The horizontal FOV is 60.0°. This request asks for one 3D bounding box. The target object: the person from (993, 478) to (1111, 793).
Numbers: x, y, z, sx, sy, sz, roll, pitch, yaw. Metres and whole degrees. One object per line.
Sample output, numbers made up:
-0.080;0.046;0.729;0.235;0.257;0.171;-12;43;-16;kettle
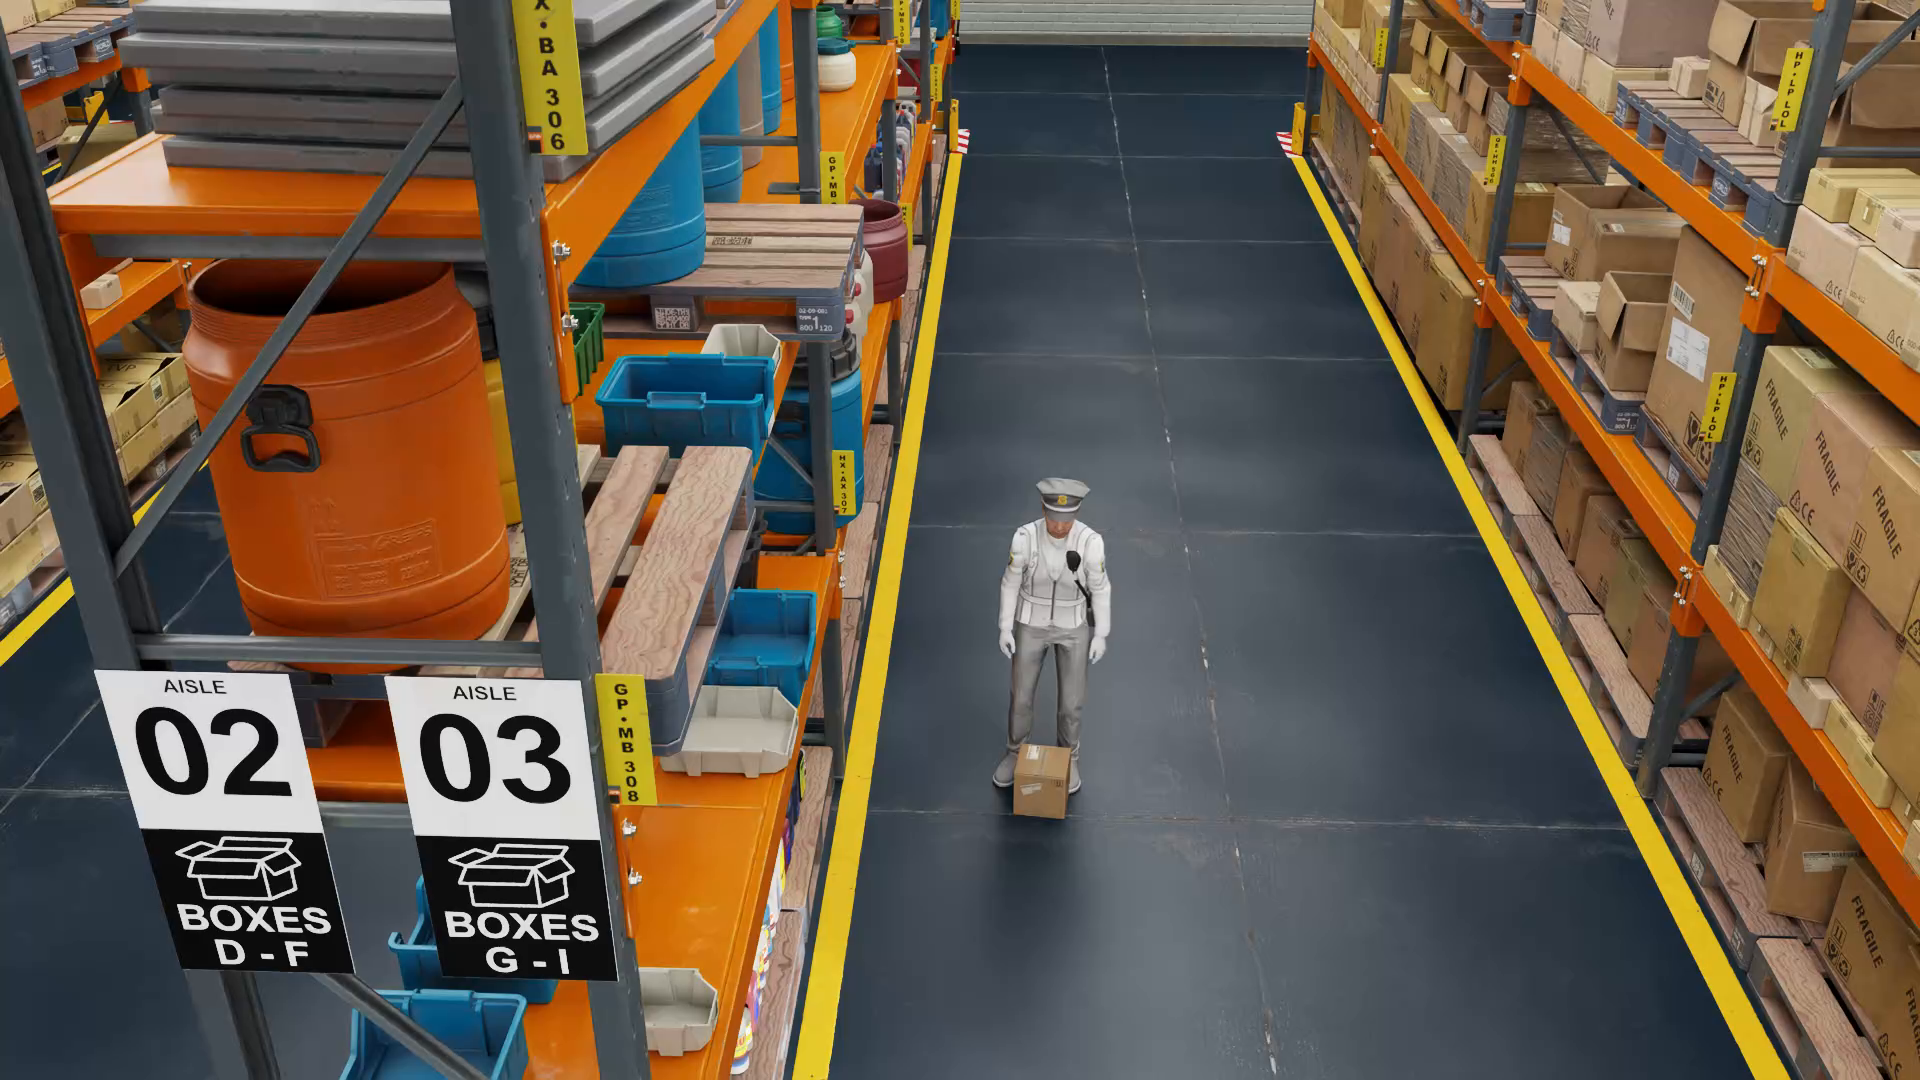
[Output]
0.448;0.444;8.009;0.546;1.664;0.375;3;28;6;person
